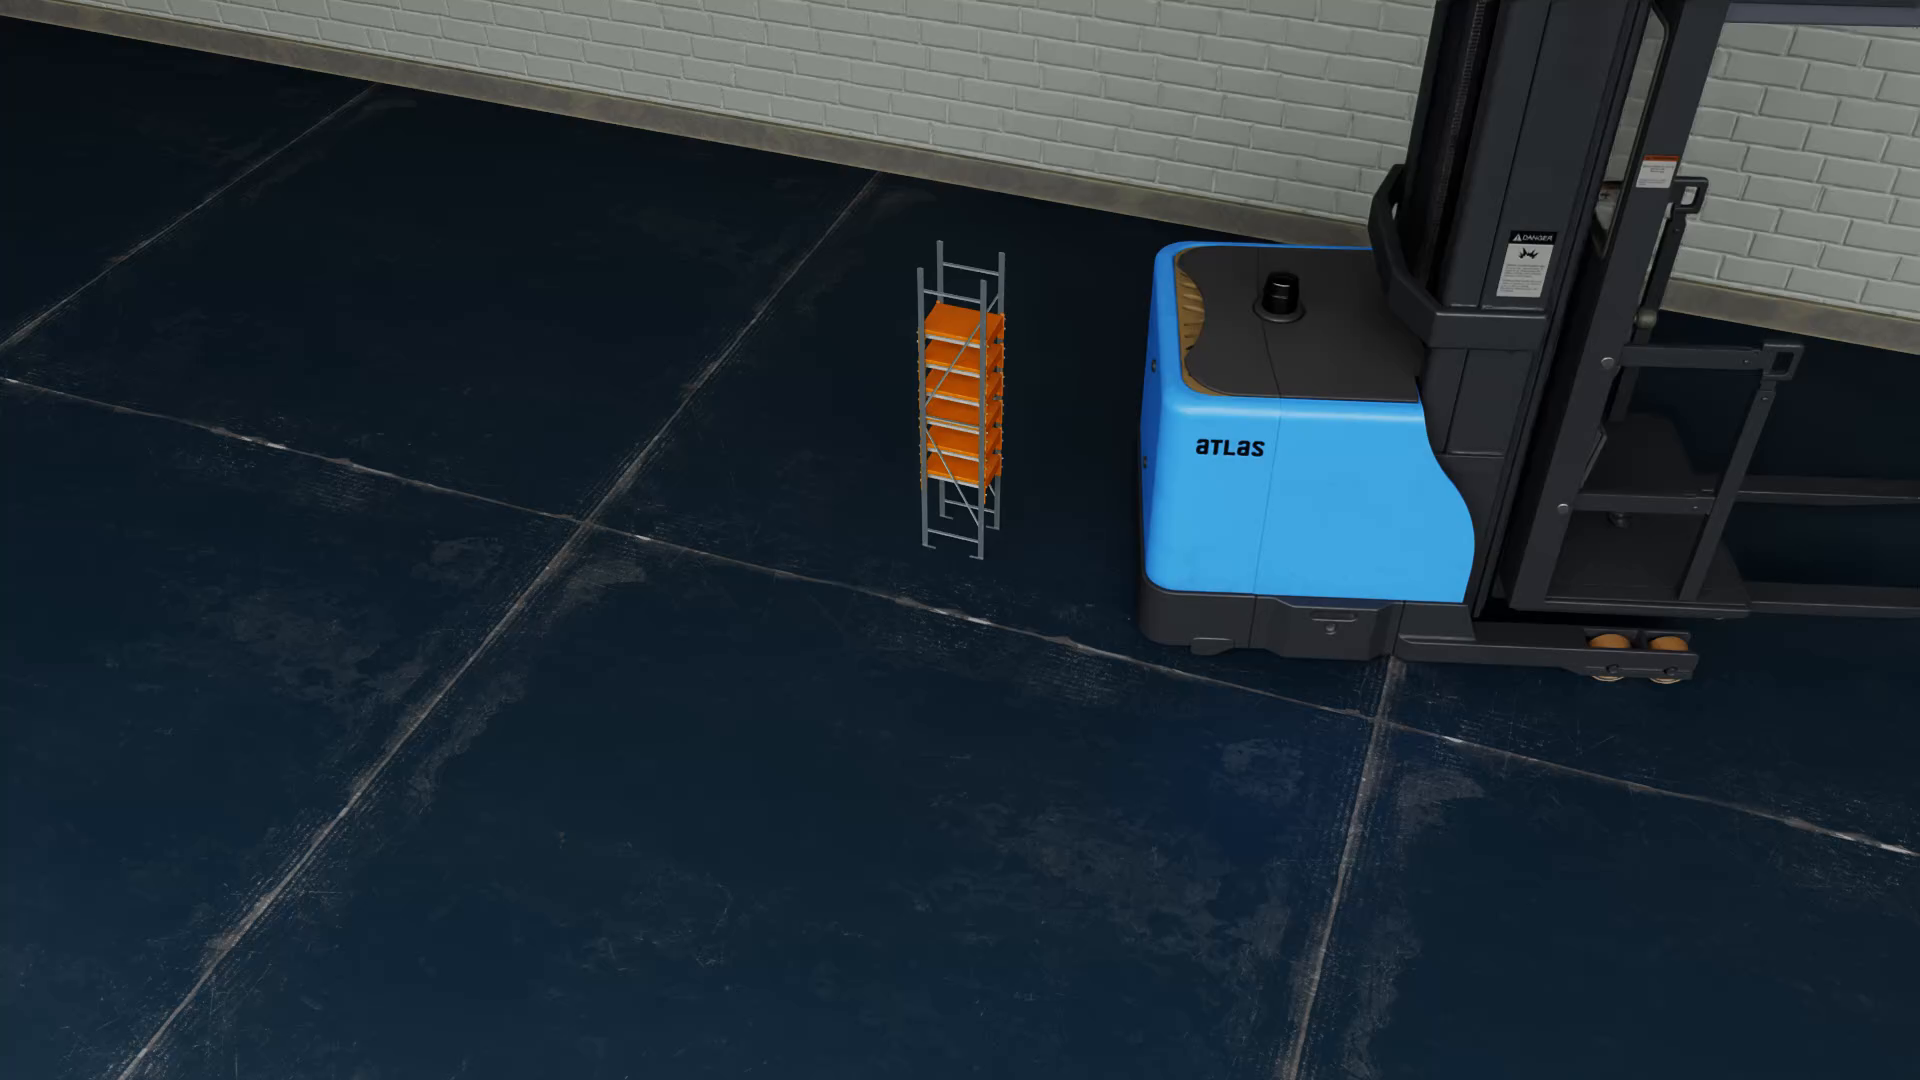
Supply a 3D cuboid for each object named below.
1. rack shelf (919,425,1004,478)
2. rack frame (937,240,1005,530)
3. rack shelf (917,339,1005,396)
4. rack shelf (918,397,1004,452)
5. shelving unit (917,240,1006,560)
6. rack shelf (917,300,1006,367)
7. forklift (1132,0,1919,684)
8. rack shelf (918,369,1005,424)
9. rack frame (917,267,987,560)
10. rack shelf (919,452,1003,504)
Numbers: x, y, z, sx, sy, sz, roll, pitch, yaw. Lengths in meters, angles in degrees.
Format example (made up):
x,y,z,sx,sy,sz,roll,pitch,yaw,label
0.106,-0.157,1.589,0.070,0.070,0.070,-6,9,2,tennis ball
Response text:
x,y,z,sx,sy,sz,roll,pitch,yaw,label
0.005,-0.340,5.978,0.258,0.103,0.180,13,42,15,rack shelf
0.036,-0.521,5.936,0.240,1.200,0.006,13,42,15,rack frame
0.005,-0.614,5.744,0.258,0.103,0.180,13,42,15,rack shelf
0.005,-0.431,5.900,0.258,0.103,0.180,13,42,15,rack shelf
0.005,-0.465,5.871,0.258,1.200,0.189,13,42,15,shelving unit
0.005,-0.705,5.666,0.258,0.103,0.180,13,42,15,rack shelf
2.155,-0.983,5.144,3.031,2.935,1.130,2,41,3,forklift
0.005,-0.523,5.822,0.258,0.103,0.180,13,42,15,rack shelf
-0.026,-0.409,5.806,0.240,1.200,0.006,13,42,15,rack frame
0.005,-0.249,6.056,0.258,0.103,0.180,13,42,15,rack shelf
